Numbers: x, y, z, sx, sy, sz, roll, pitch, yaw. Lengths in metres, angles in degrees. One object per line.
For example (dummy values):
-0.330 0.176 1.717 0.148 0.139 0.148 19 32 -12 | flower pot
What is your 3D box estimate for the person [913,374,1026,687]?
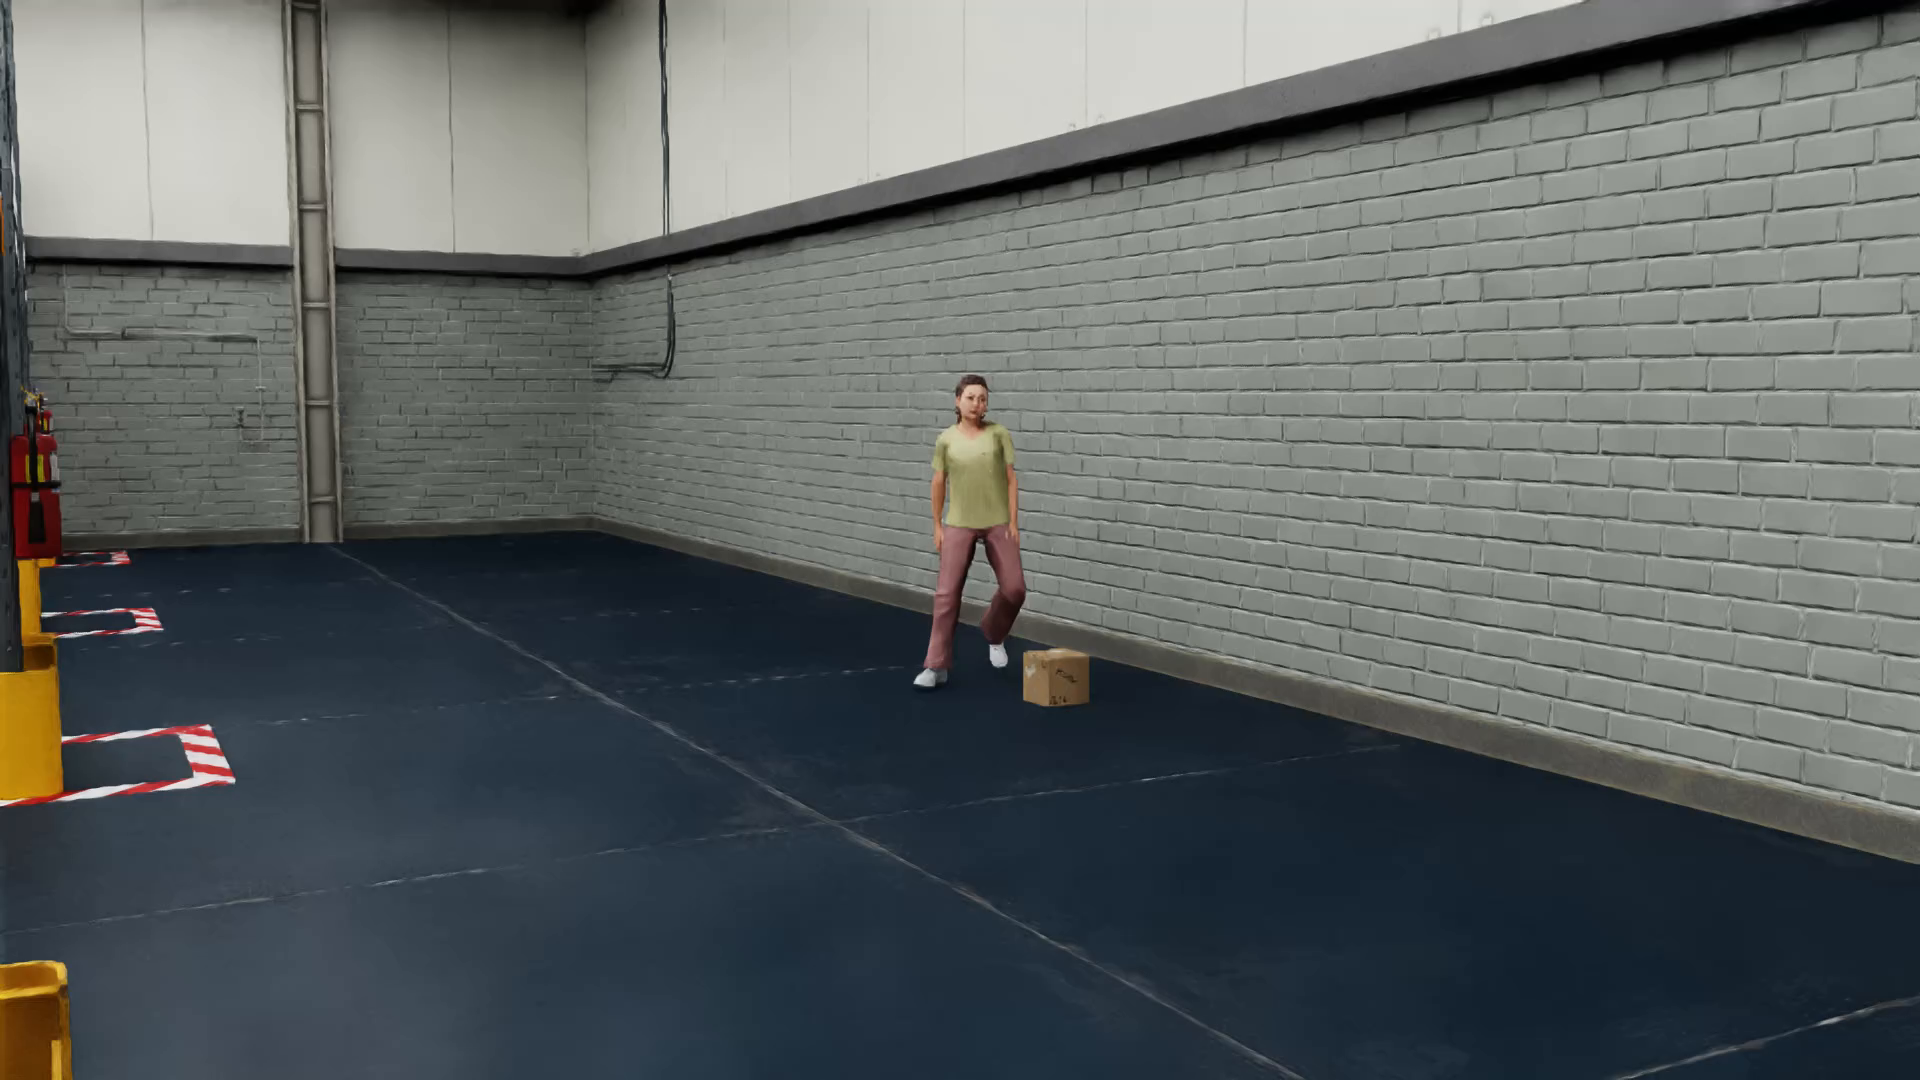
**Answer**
0.047 -0.065 9.021 0.601 1.665 0.597 0 5 -1 | person
